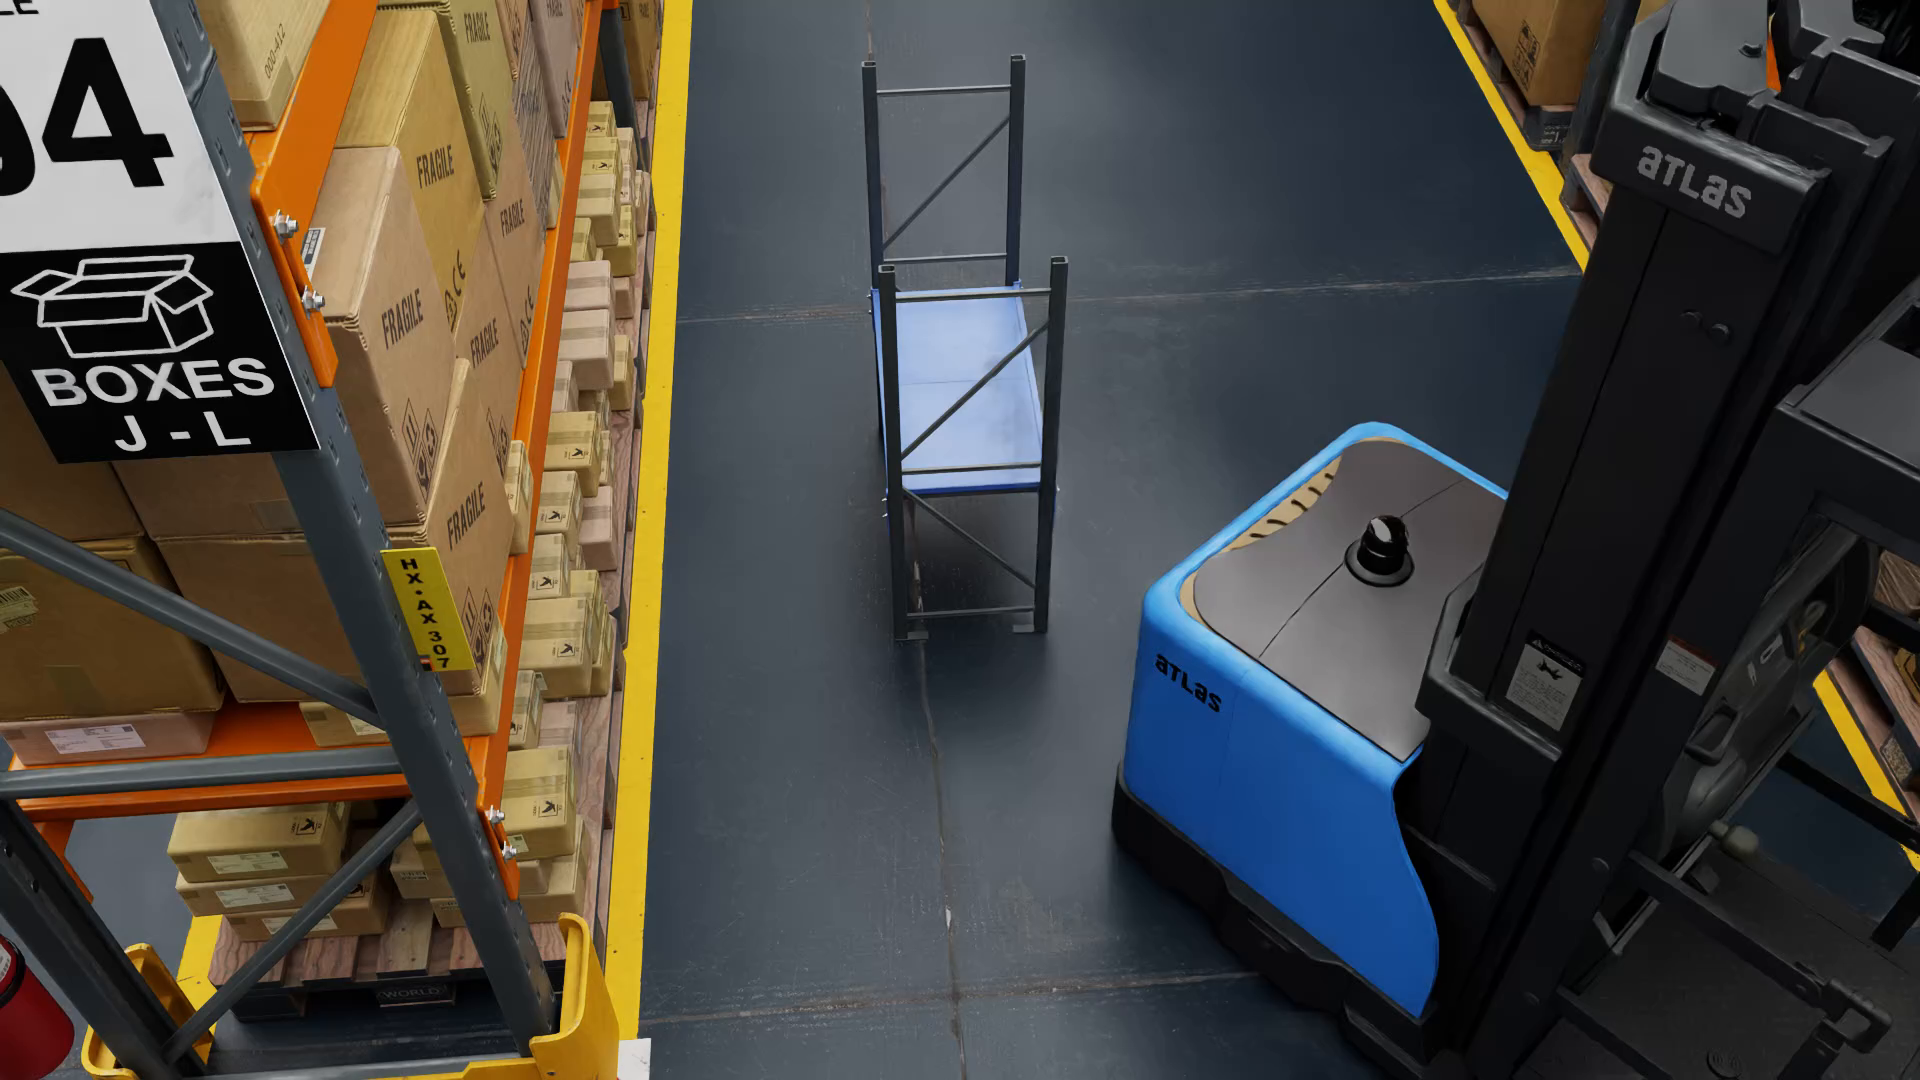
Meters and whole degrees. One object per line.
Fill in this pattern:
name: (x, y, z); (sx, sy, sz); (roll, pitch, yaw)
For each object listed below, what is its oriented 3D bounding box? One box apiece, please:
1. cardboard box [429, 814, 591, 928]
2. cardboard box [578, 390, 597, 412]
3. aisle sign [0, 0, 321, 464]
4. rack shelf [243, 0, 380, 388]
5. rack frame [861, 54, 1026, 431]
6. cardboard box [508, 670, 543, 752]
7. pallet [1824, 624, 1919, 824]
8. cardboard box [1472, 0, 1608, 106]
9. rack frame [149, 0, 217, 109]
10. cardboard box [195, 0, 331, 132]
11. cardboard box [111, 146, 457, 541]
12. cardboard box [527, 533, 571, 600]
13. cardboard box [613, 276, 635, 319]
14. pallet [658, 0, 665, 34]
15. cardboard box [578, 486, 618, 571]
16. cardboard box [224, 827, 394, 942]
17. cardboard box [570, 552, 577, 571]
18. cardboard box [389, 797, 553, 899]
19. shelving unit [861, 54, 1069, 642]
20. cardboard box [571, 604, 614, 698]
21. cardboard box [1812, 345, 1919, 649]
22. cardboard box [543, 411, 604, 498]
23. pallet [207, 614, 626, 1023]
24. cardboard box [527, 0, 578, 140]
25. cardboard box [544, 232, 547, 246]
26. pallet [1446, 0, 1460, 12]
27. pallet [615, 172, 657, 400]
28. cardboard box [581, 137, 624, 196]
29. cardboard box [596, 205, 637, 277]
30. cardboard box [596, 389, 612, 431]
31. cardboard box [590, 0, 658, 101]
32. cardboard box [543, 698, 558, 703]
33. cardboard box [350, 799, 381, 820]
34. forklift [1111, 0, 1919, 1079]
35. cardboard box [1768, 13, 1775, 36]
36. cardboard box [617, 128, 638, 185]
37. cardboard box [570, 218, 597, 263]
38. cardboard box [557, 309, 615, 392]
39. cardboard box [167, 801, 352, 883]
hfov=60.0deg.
cardboard box: (-1.214, 0.897, 4.509); (0.380, 0.149, 0.250); (-3, 47, -2)
cardboard box: (-1.440, -0.539, 5.664); (0.380, 0.149, 0.250); (-5, 47, -5)
aisle sign: (-1.185, -0.400, 2.272); (0.394, 0.787, 0.004); (-3, 47, -3)
rack shelf: (-1.657, -1.772, 3.792); (1.077, 0.370, 4.000); (-3, 47, -3)
rack frame: (-0.050, -0.945, 5.612); (0.500, 1.500, 0.032); (-3, 47, -3)
cardboard box: (-1.338, 0.499, 4.476); (0.380, 0.149, 0.250); (-3, 47, -3)
pallet: (3.316, 0.616, 5.021); (1.003, 0.211, 1.213); (-3, 47, -3)
cardboard box: (3.053, -2.539, 7.263); (1.225, 0.875, 0.875); (-3, 47, -3)
rack frame: (-1.490, -1.604, 1.071); (1.000, 3.000, 0.127); (-3, 47, -3)
cardboard box: (-1.272, -0.861, 2.537); (0.500, 0.250, 0.500); (-2, 47, -2)
cardboard box: (-1.263, -0.362, 3.065); (0.500, 0.500, 0.500); (-4, 47, -4)
cardboard box: (-1.335, 0.134, 4.821); (0.380, 0.149, 0.250); (-6, 47, -5)
cardboard box: (-1.427, -0.955, 6.263); (0.380, 0.149, 0.250); (-5, 47, -5)
pallet: (-1.996, -2.924, 8.374); (1.003, 0.211, 1.213); (-3, 47, -3)
cardboard box: (-1.308, -0.023, 5.380); (0.380, 0.149, 0.250); (-6, 47, -5)
cardboard box: (-1.742, 0.927, 4.480); (0.380, 0.149, 0.250); (-3, 47, -3)
cardboard box: (-1.383, 0.047, 5.109); (0.380, 0.149, 0.250); (-6, 47, -5)
cardboard box: (-1.278, 0.798, 4.397); (0.380, 0.149, 0.250); (-2, 47, -2)
shelving unit: (-0.007, -0.577, 5.264); (0.538, 1.500, 1.048); (-3, 47, -3)
cardboard box: (-1.258, 0.341, 5.035); (0.380, 0.149, 0.250); (-3, 47, -3)
cardboard box: (3.252, -0.299, 5.142); (0.875, 0.875, 0.875); (-3, 47, -3)
cardboard box: (-1.325, -0.260, 5.195); (0.380, 0.149, 0.250); (-3, 47, -3)
pallet: (-1.529, 0.773, 4.872); (1.003, 0.211, 1.213); (-3, 47, -3)
cardboard box: (-1.420, -1.503, 4.834); (0.500, 0.500, 0.500); (-4, 47, -4)
cardboard box: (-1.372, -0.834, 4.647); (0.380, 0.149, 0.250); (-2, 47, -2)
pallet: (2.882, -3.143, 8.581); (1.003, 0.211, 1.213); (-3, 47, -3)
pallet: (-1.733, -0.992, 6.544); (1.003, 0.211, 1.213); (-3, 47, -3)
cardboard box: (-1.474, -1.379, 6.255); (0.380, 0.149, 0.250); (-3, 47, -3)
cardboard box: (-1.406, -1.105, 6.200); (0.380, 0.149, 0.250); (-5, 47, -5)
cardboard box: (-1.411, -0.394, 5.732); (0.380, 0.149, 0.250); (-3, 47, -3)
cardboard box: (-1.622, -2.270, 7.267); (0.500, 0.500, 0.500); (-2, 47, -2)
cardboard box: (-1.353, 0.425, 4.751); (0.380, 0.149, 0.250); (-3, 47, -3)
cardboard box: (-1.786, 0.636, 4.551); (0.380, 0.149, 0.250); (-4, 47, -4)
forklift: (1.834, 0.387, 3.365); (1.130, 2.935, 3.031); (-35, 56, -29)
cardboard box: (2.888, -1.772, 5.535); (0.380, 0.149, 0.250); (-5, 47, -4)
cardboard box: (-1.481, -1.493, 6.567); (0.380, 0.149, 0.250); (-3, 47, -2)
cardboard box: (-1.502, -1.007, 5.902); (0.380, 0.149, 0.250); (-2, 47, -2)
cardboard box: (-1.353, -0.623, 5.538); (0.380, 0.149, 0.250); (-5, 47, -5)
cardboard box: (-1.786, 0.723, 4.264); (0.380, 0.149, 0.250); (-3, 47, -3)
